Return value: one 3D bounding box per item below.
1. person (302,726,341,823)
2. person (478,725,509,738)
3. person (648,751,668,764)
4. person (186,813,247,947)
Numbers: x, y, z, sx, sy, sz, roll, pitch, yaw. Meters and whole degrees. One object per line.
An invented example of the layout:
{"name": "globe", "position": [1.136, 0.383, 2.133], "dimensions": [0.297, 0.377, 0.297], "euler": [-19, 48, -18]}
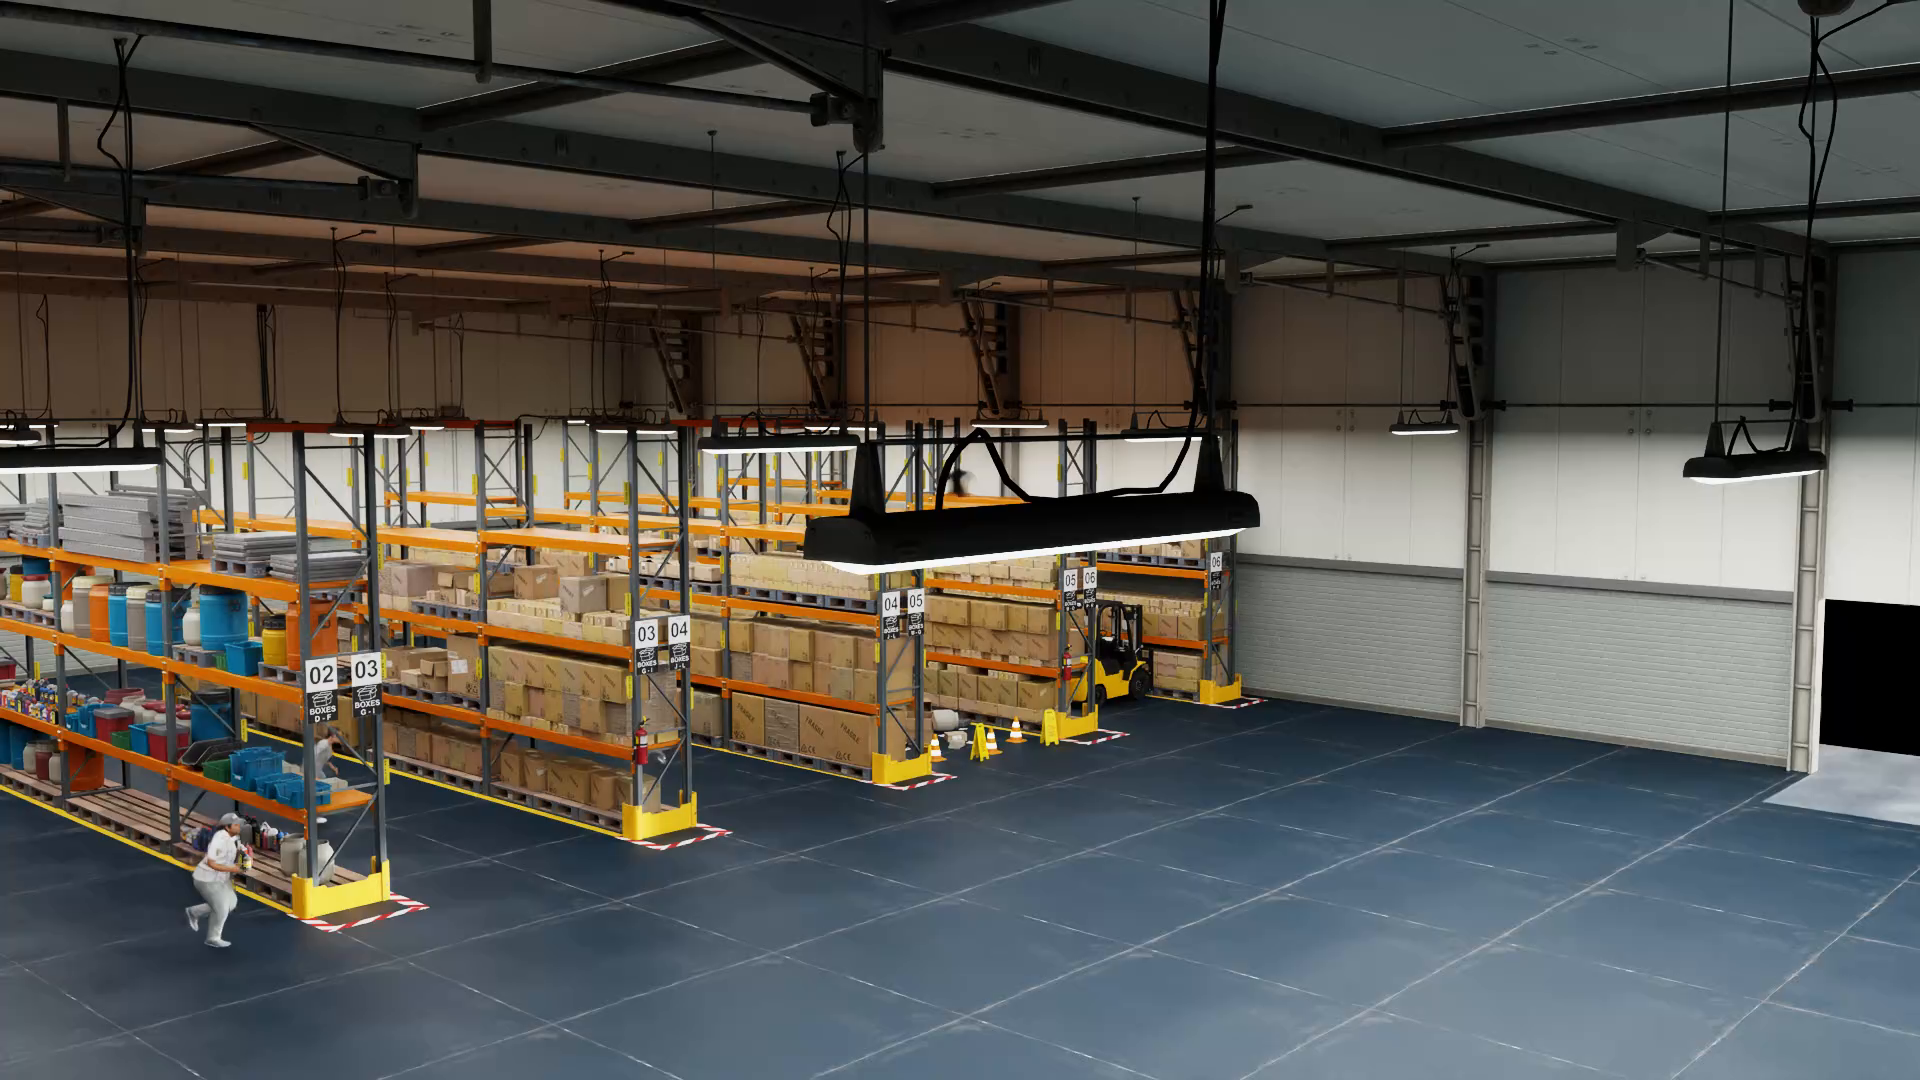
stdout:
{"name": "person", "position": [-9.786, 3.550, 25.124], "dimensions": [0.902, 1.484, 0.573], "euler": [0, 5, 1]}
{"name": "person", "position": [-8.617, 3.015, 30.890], "dimensions": [0.723, 1.620, 0.587], "euler": [2, 5, 26]}
{"name": "person", "position": [-5.436, 3.117, 29.372], "dimensions": [0.788, 1.617, 0.549], "euler": [3, 5, 30]}
{"name": "person", "position": [-8.680, 3.975, 19.382], "dimensions": [0.740, 1.601, 0.591], "euler": [0, 5, -2]}
